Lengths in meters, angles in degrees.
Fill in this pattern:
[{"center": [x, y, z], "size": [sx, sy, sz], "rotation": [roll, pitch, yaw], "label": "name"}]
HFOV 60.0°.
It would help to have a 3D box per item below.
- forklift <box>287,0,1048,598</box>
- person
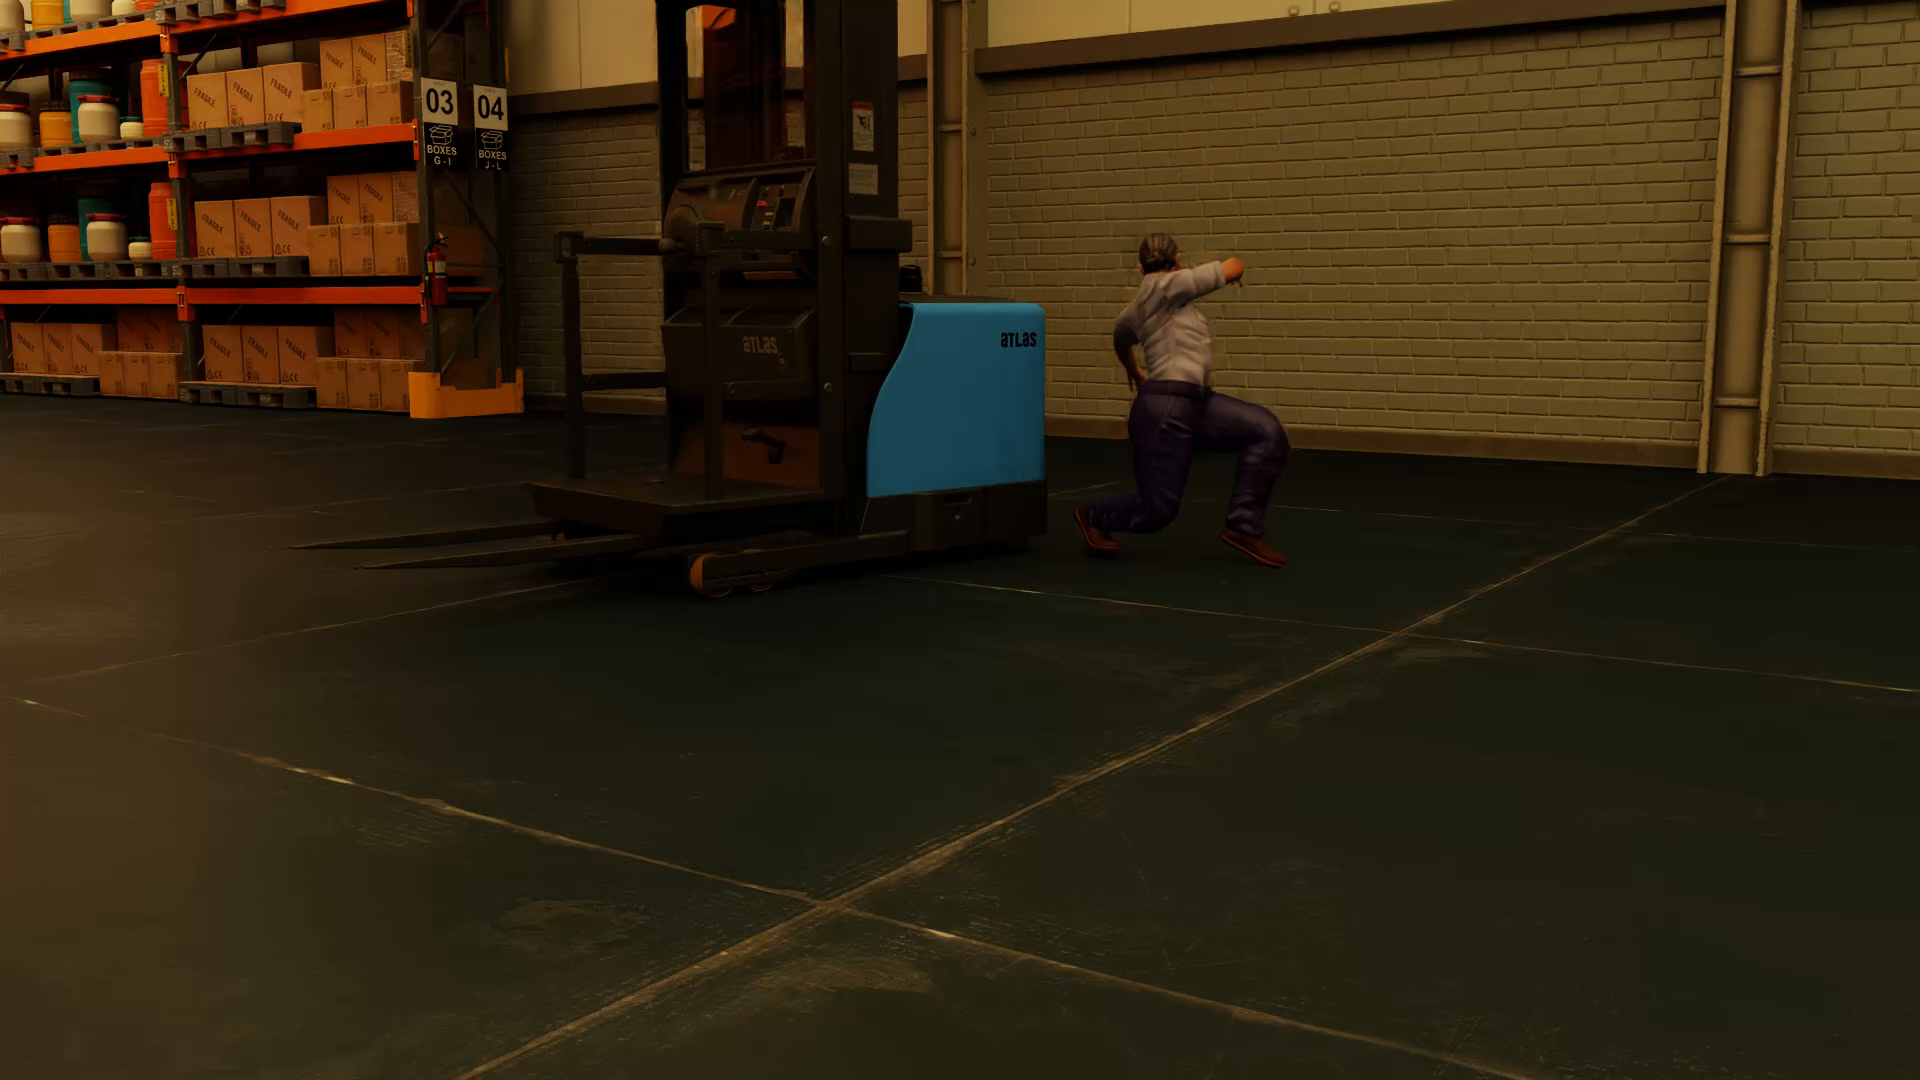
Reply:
[{"center": [-1.040, -1.320, 6.474], "size": [3.031, 2.935, 1.130], "rotation": [-7, 11, -42], "label": "forklift"}, {"center": [0.970, -0.608, 7.060], "size": [0.944, 1.368, 0.842], "rotation": [3, 9, 23], "label": "person"}]
